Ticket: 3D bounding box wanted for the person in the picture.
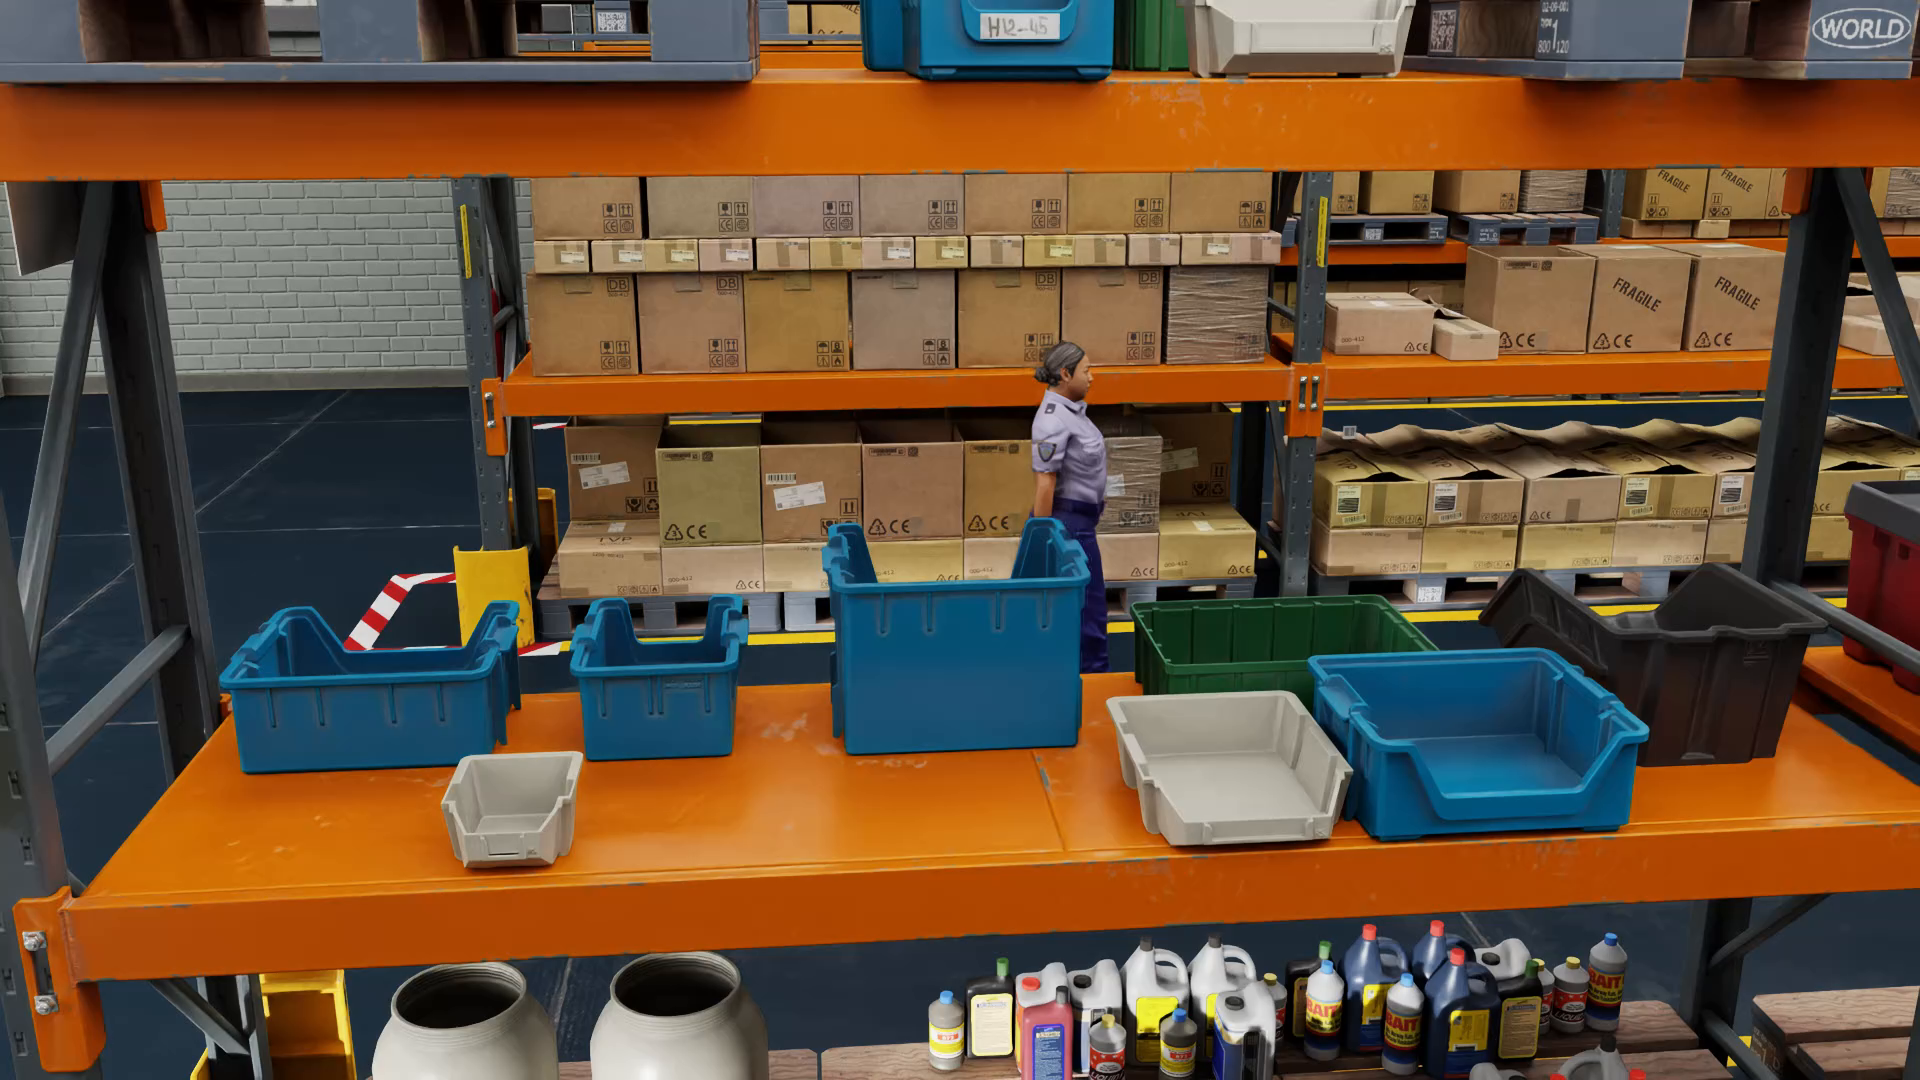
[{"bbox_3d":[0.677,-0.016,7.132,0.535,1.665,0.504,0,17,0],"label":"person"}]
